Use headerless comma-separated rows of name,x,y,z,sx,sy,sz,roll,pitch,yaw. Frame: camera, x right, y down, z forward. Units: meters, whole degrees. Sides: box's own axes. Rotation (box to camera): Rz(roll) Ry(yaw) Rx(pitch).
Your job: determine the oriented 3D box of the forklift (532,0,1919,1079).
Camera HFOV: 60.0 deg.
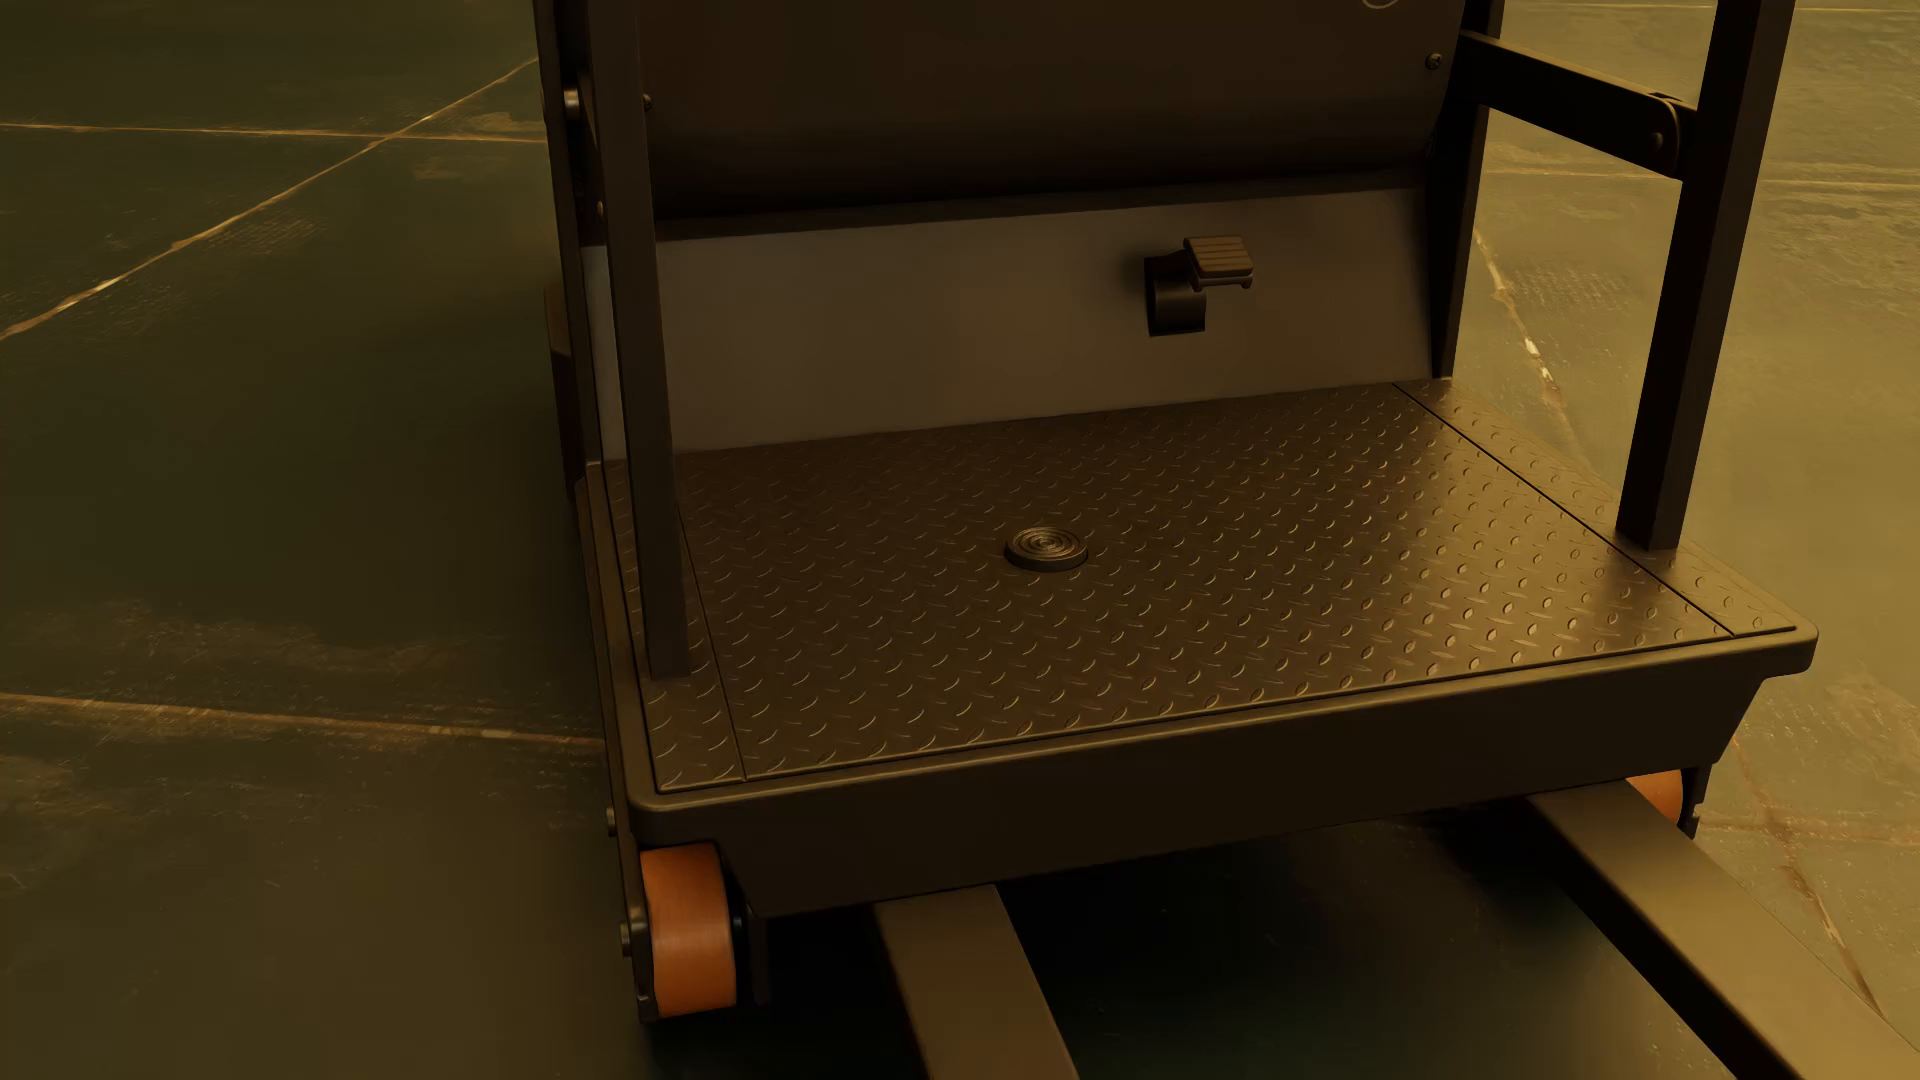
forklift,0.153,-1.049,1.319,1.130,2.935,3.031,-7,27,-13
